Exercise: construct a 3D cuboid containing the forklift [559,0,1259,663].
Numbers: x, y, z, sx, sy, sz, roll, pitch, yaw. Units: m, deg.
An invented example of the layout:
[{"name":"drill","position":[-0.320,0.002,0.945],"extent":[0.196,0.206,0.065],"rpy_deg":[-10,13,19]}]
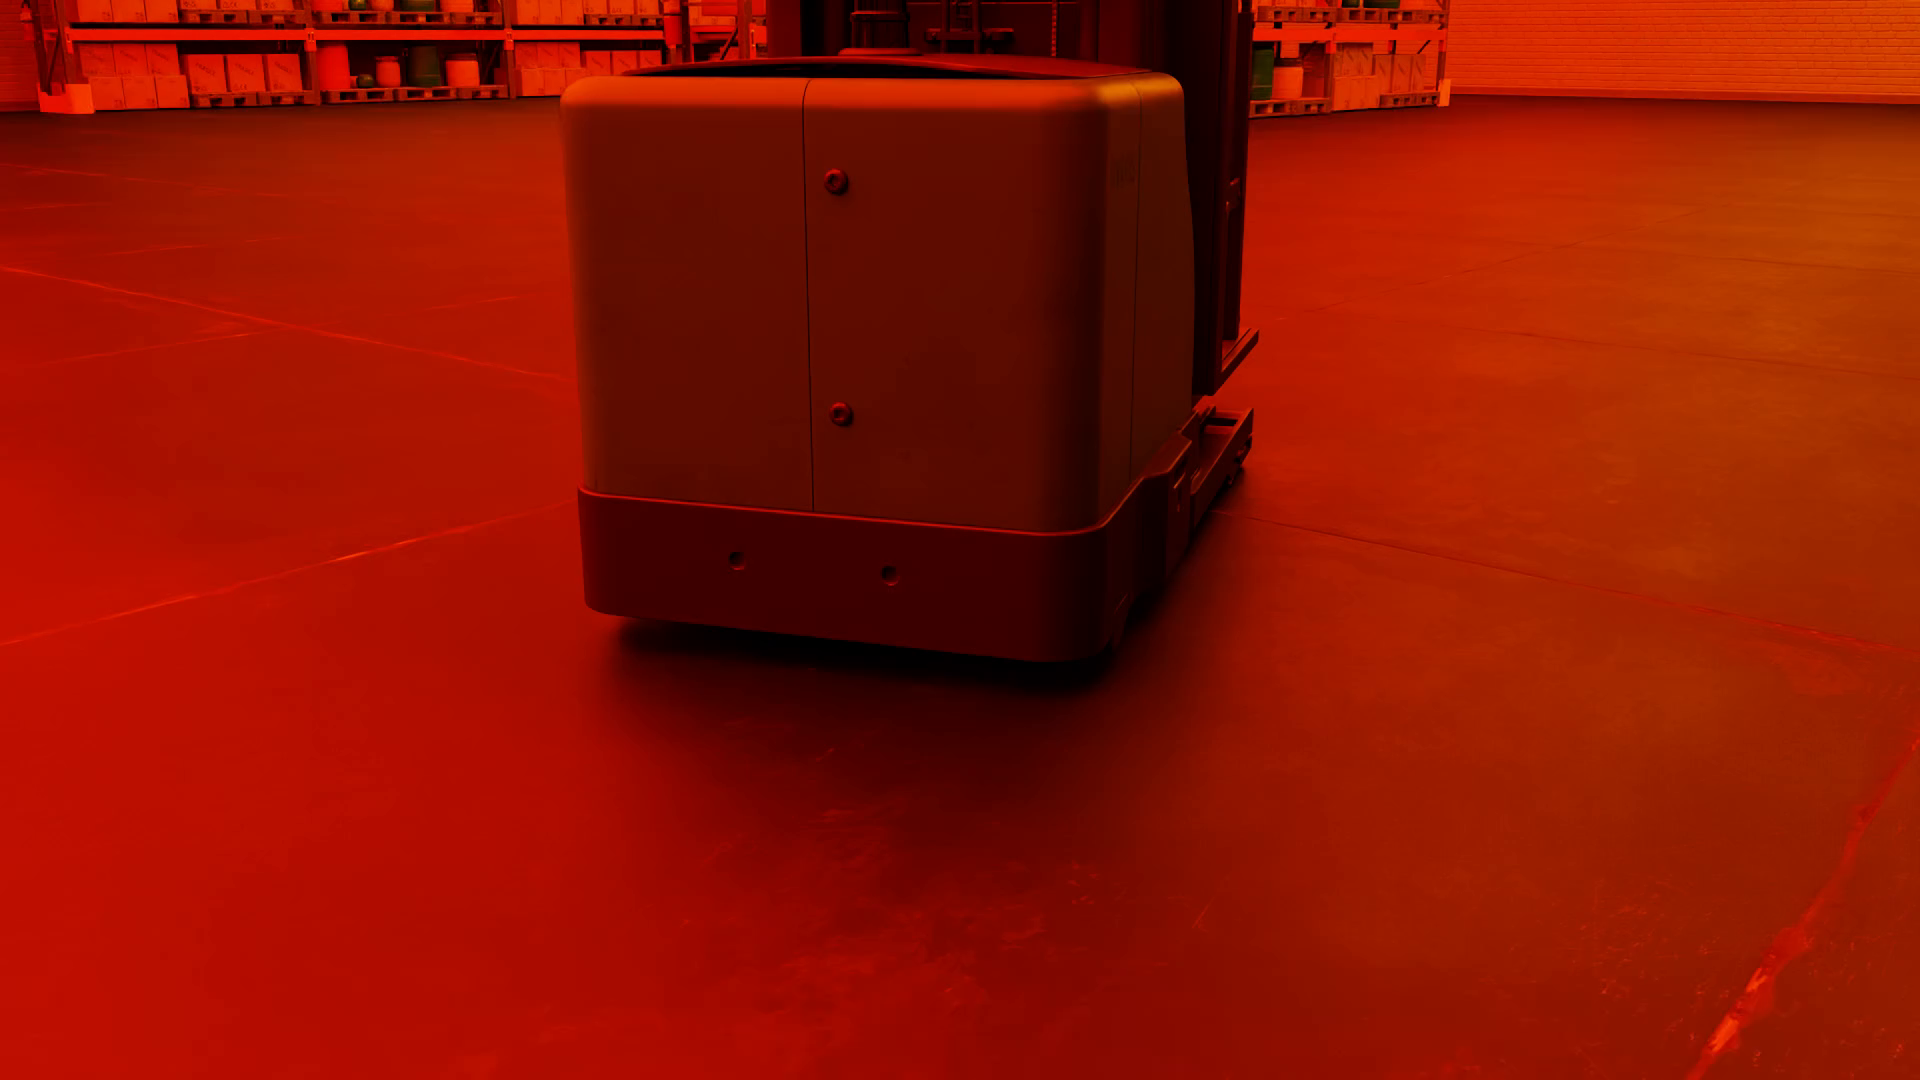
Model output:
[{"name":"forklift","position":[0.182,-1.571,4.072],"extent":[1.130,2.935,3.031],"rpy_deg":[5,18,17]}]
